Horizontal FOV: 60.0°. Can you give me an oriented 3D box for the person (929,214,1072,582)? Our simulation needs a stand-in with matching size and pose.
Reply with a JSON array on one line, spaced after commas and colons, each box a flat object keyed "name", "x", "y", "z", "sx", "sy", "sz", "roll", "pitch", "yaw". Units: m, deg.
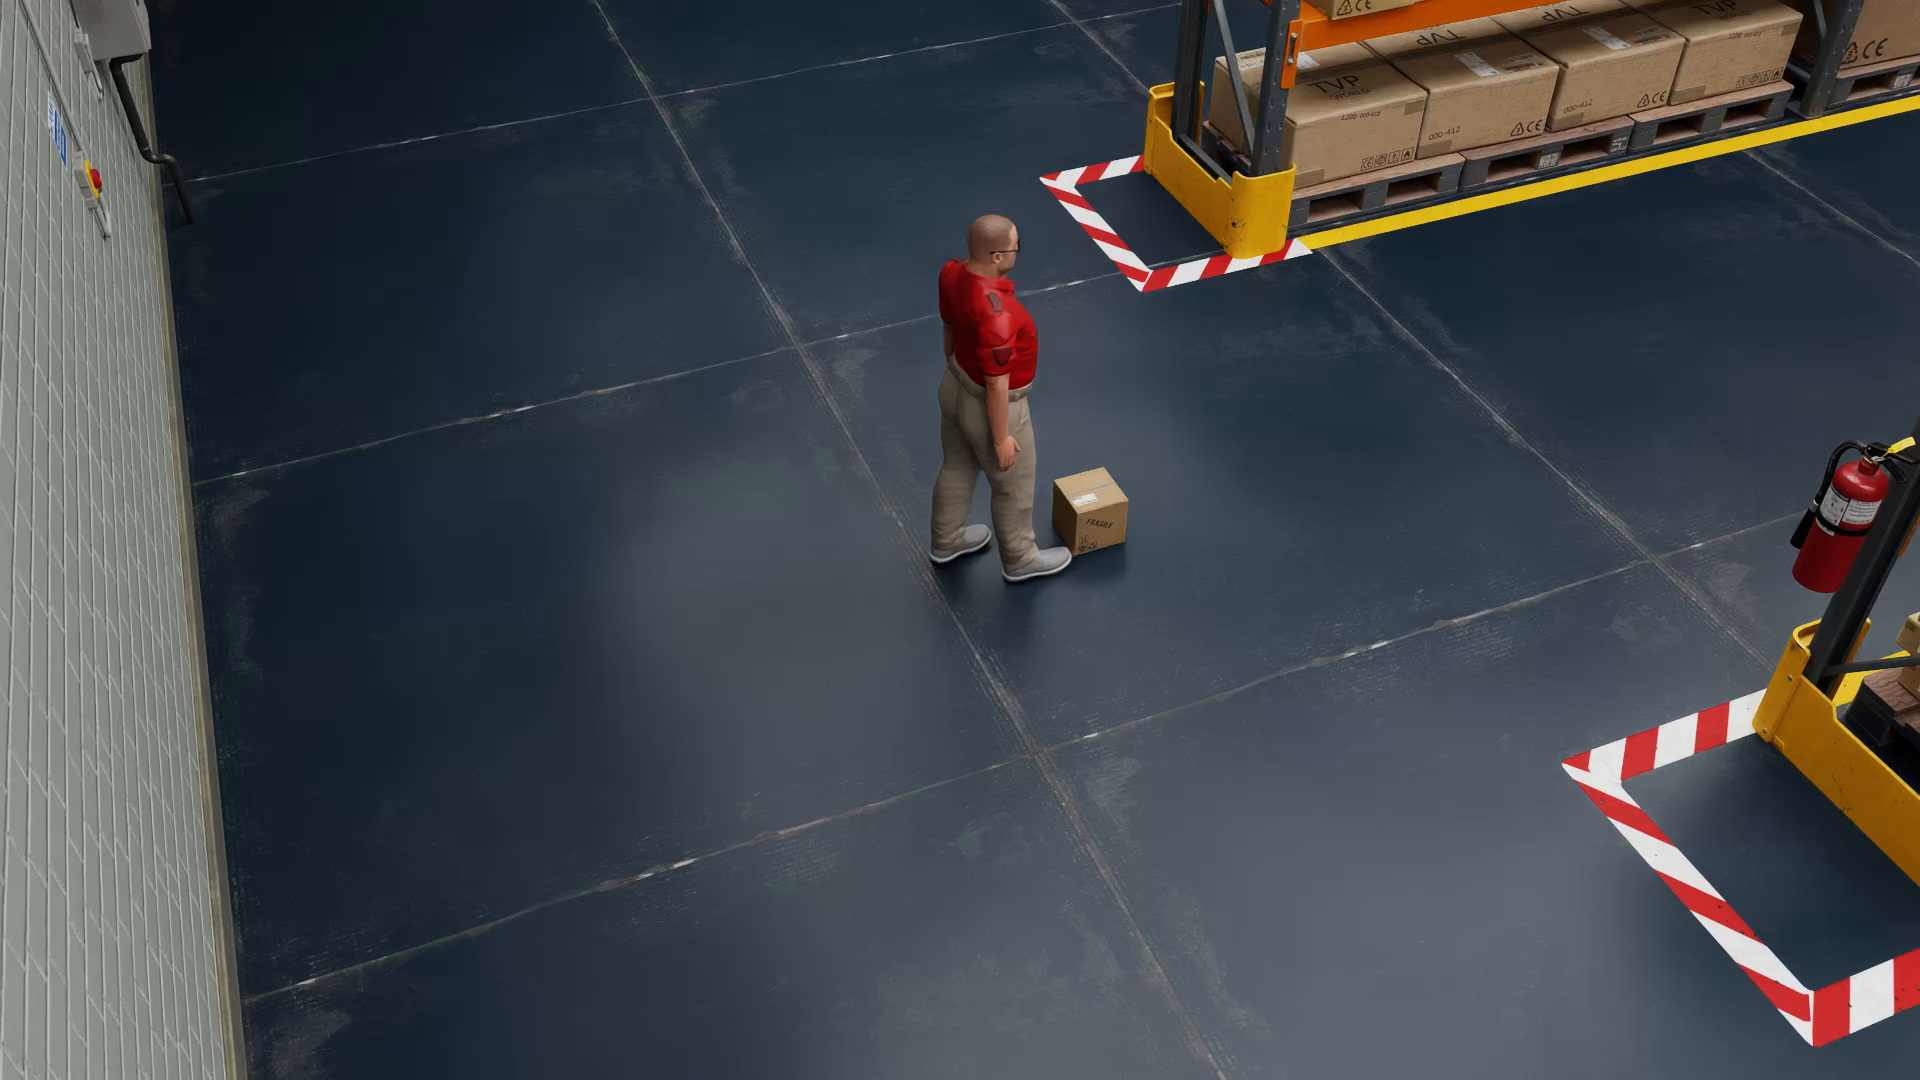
[{"name": "person", "x": 0.161, "y": -0.575, "z": 6.809, "sx": 0.564, "sy": 1.725, "sz": 0.563, "roll": -20, "pitch": 45, "yaw": -21}]
